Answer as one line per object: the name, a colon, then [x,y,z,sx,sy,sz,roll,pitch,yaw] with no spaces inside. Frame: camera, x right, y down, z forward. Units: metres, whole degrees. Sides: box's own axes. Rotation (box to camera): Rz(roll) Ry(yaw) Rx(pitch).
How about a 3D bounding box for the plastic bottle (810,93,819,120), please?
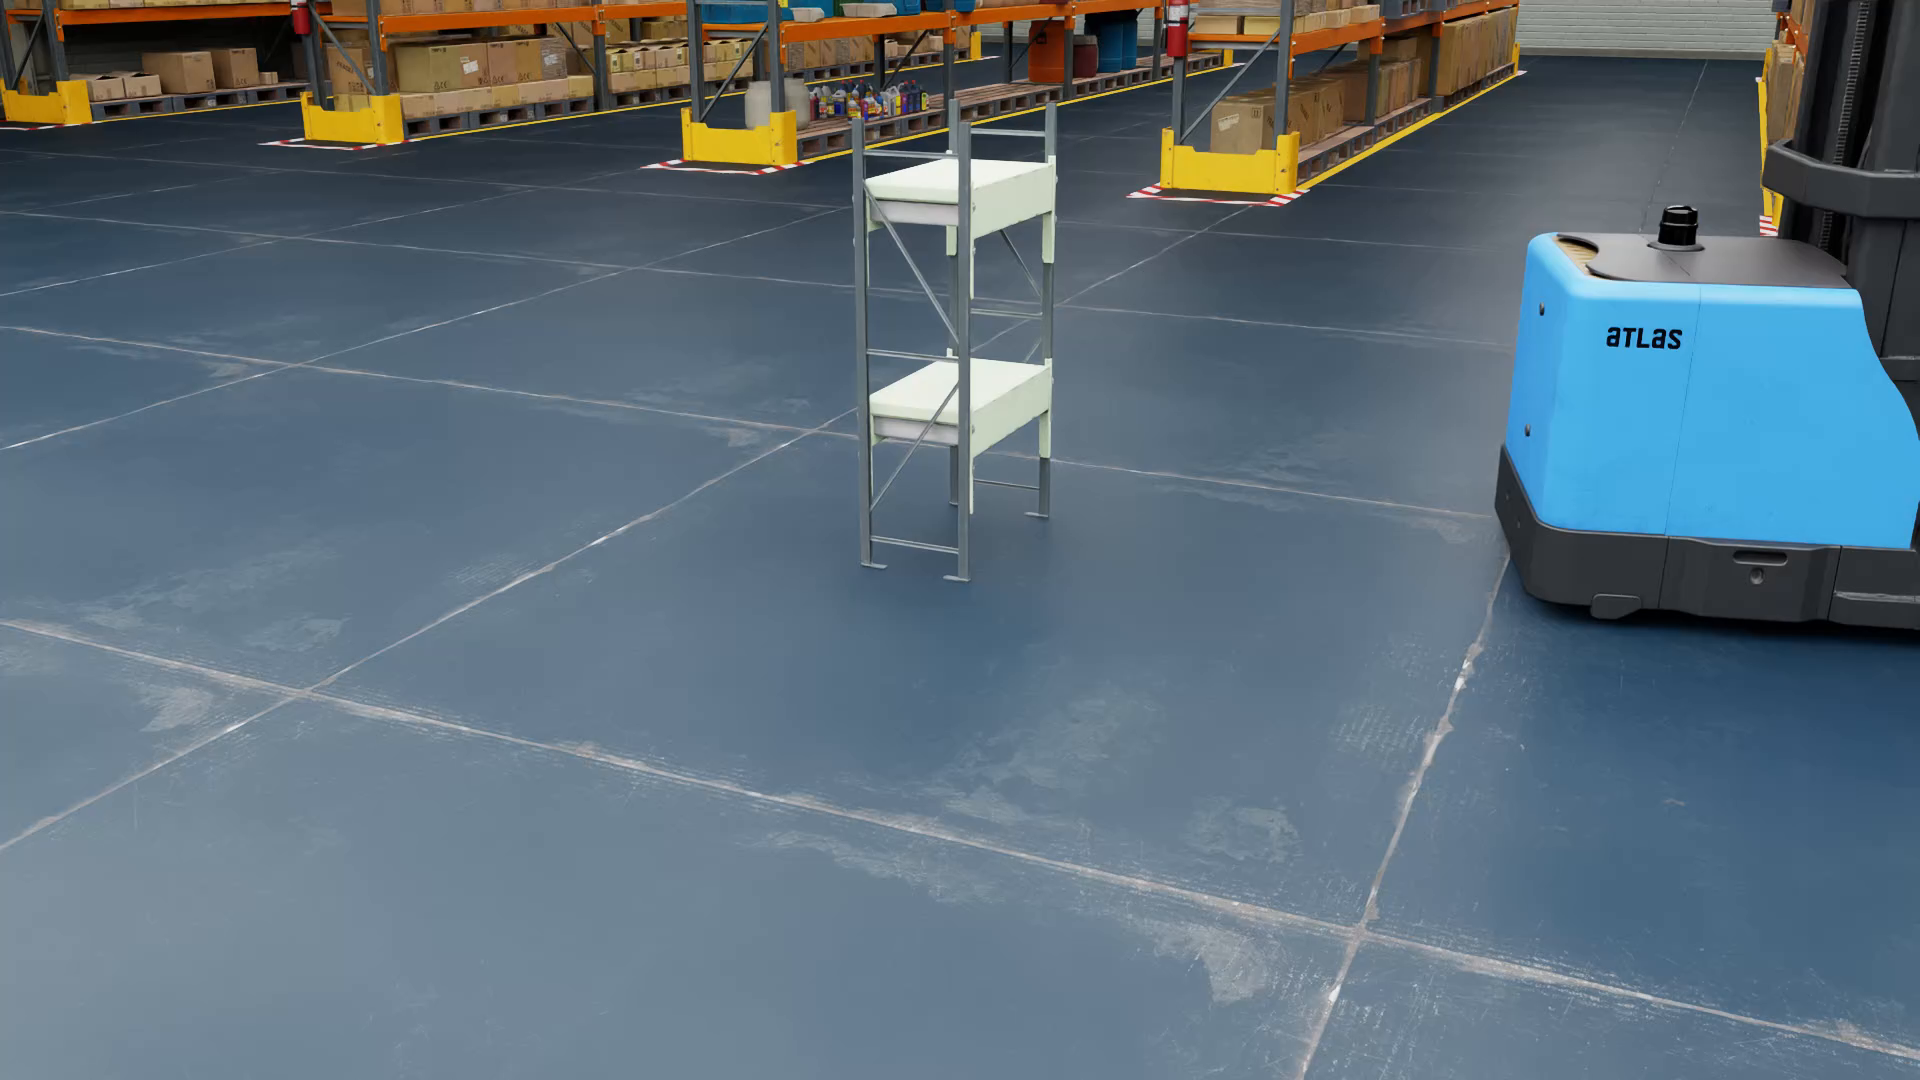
plastic bottle: [-1.608,-4.784,18.343,0.061,0.283,0.133,9,21,23]

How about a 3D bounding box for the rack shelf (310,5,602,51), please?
rack shelf: [-5.884,-6.130,19.802,1.077,0.370,4.000,9,21,23]

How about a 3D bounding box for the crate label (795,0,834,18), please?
crate label: [-1.679,-5.793,17.729,0.502,0.435,0.616,9,21,23]

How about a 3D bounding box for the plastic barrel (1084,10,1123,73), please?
plastic barrel: [2.200,-7.674,25.574,0.600,0.901,0.708,9,21,23]

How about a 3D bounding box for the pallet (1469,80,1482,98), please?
pallet: [7.000,-6.605,24.227,1.003,0.211,1.213,9,21,23]

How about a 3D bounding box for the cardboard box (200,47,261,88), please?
cardboard box: [-9.974,-6.465,22.746,0.500,0.500,0.500,7,21,19]

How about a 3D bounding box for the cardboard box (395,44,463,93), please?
cardboard box: [-6.077,-5.400,19.033,0.500,0.500,0.500,9,21,23]

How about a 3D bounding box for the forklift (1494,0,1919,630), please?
forklift: [3.372,-1.202,4.974,3.031,2.935,1.130,3,20,10]

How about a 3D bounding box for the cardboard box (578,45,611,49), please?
cardboard box: [-4.953,-6.570,22.605,0.500,0.311,0.500,9,22,24]

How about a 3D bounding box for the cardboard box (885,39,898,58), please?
cardboard box: [-1.420,-8.565,28.931,0.500,0.311,0.500,9,21,23]

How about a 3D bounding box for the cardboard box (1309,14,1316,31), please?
cardboard box: [2.987,-4.660,14.972,0.380,0.149,0.250,9,21,23]

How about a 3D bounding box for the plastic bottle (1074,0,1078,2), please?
plastic bottle: [1.563,-7.652,23.193,0.152,0.276,0.135,9,21,23]

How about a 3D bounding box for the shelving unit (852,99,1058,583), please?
shelving unit: [-0.003,-0.705,5.712,0.431,1.500,0.755,9,21,23]

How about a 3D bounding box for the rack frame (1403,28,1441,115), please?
rack frame: [5.609,-6.943,21.014,1.000,3.000,0.127,9,21,23]

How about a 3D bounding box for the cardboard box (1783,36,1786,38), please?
cardboard box: [10.553,-6.159,20.794,0.500,0.250,0.500,9,22,24]

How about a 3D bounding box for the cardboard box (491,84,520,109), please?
cardboard box: [-5.665,-5.351,20.017,0.500,0.250,0.500,9,21,23]

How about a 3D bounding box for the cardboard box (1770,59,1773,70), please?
cardboard box: [11.763,-6.757,23.677,0.380,0.149,0.250,8,21,21]

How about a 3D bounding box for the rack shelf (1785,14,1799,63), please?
rack shelf: [9.274,-5.281,17.415,1.077,0.370,4.000,9,21,23]

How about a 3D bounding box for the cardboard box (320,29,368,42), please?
cardboard box: [-9.122,-7.504,24.547,0.500,0.250,0.500,8,21,22]

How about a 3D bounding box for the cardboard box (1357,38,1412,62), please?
cardboard box: [5.154,-5.953,20.186,0.500,0.250,0.500,11,22,29]

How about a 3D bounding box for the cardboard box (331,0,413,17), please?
cardboard box: [-6.500,-6.045,18.342,0.700,0.500,0.500,9,21,23]

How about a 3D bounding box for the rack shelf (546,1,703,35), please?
rack shelf: [-4.246,-7.353,23.240,1.077,0.370,4.000,9,21,23]

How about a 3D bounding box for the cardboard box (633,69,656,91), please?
cardboard box: [-4.463,-6.228,22.481,0.500,0.250,0.500,9,22,24]

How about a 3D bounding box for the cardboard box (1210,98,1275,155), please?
cardboard box: [2.604,-3.706,15.016,0.500,0.500,0.500,13,23,33]

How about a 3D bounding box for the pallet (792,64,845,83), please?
pallet: [-2.586,-7.584,26.978,1.003,0.211,1.213,9,21,23]

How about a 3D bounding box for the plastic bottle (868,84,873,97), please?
plastic bottle: [-1.078,-5.284,19.765,0.097,0.271,0.097,0,20,0]

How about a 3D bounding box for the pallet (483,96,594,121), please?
pallet: [-5.429,-5.529,21.200,1.003,0.211,1.213,9,21,23]

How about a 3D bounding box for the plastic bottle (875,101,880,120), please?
plastic bottle: [-0.937,-4.743,18.347,0.097,0.201,0.097,0,20,0]

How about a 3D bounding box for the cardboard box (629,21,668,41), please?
cardboard box: [-5.910,-9.439,31.137,0.700,0.500,0.500,9,21,23]

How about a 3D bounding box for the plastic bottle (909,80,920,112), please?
plastic bottle: [-0.548,-5.122,19.192,0.144,0.351,0.185,8,21,21]

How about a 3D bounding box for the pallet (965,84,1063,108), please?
pallet: [0.738,-6.077,22.741,1.003,0.211,1.213,9,21,23]

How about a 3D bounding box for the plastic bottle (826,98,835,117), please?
plastic bottle: [-1.456,-4.851,18.651,0.097,0.201,0.097,0,20,0]

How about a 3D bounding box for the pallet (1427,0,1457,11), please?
pallet: [5.414,-6.620,20.392,1.213,0.211,1.003,9,21,23]

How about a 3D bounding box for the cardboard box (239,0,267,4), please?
cardboard box: [-9.715,-7.360,22.381,0.500,0.250,0.500,9,21,23]

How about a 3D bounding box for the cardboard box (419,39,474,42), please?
cardboard box: [-6.153,-5.778,20.097,0.500,0.500,0.500,9,21,23]

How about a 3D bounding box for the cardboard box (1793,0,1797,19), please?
cardboard box: [9.044,-5.716,17.416,0.500,0.500,0.500,8,21,22]

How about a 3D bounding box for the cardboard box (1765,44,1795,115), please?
cardboard box: [9.761,-5.195,18.831,1.050,0.750,0.750,8,21,22]

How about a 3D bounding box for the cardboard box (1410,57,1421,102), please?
cardboard box: [5.353,-5.765,20.775,0.700,0.500,0.500,7,21,20]

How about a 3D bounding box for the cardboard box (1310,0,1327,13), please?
cardboard box: [2.923,-5.165,15.422,0.875,0.500,0.500,9,21,23]

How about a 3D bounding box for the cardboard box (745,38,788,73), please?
cardboard box: [-2.980,-7.432,25.465,0.500,0.500,0.500,10,22,25]

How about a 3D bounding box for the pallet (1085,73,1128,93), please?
pallet: [1.876,-6.927,25.131,1.003,0.211,1.213,9,21,23]

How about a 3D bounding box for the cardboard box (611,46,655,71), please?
cardboard box: [-4.459,-6.491,22.384,0.500,0.311,0.500,8,21,22]

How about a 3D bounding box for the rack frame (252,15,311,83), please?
rack frame: [-9.586,-7.759,23.309,1.000,3.000,0.127,9,21,23]

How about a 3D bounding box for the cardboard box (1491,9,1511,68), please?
cardboard box: [8.323,-8.100,26.813,0.875,0.875,0.875,9,21,23]

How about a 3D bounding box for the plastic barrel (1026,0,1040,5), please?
plastic barrel: [0.864,-7.331,21.939,0.421,0.512,0.421,0,20,0]

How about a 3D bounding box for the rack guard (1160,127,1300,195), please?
rack guard: [2.364,-3.342,14.621,1.175,0.500,0.348,9,21,23]

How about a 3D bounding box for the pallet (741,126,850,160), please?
pallet: [-1.860,-4.140,17.295,1.003,0.211,1.213,9,21,23]

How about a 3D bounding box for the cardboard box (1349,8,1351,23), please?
cardboard box: [3.660,-5.202,16.494,0.380,0.149,0.250,9,21,23]

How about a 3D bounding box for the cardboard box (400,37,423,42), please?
cardboard box: [-8.690,-7.486,25.617,0.700,0.500,0.500,8,21,22]

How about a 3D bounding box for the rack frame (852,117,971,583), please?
rack frame: [-0.153,-0.593,5.397,0.400,1.500,0.023,9,21,23]

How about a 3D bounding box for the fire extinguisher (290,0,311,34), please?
fire extinguisher: [-7.175,-5.849,18.053,0.296,0.674,0.183,9,21,23]

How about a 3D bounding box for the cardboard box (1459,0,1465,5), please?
cardboard box: [6.472,-7.416,22.196,0.500,0.500,0.500,8,21,22]

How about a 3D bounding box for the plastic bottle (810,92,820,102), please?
plastic bottle: [-1.648,-4.838,18.504,0.152,0.276,0.135,8,21,21]

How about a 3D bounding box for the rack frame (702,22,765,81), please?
rack frame: [-3.427,-8.303,24.839,1.000,3.000,0.127,9,21,23]
